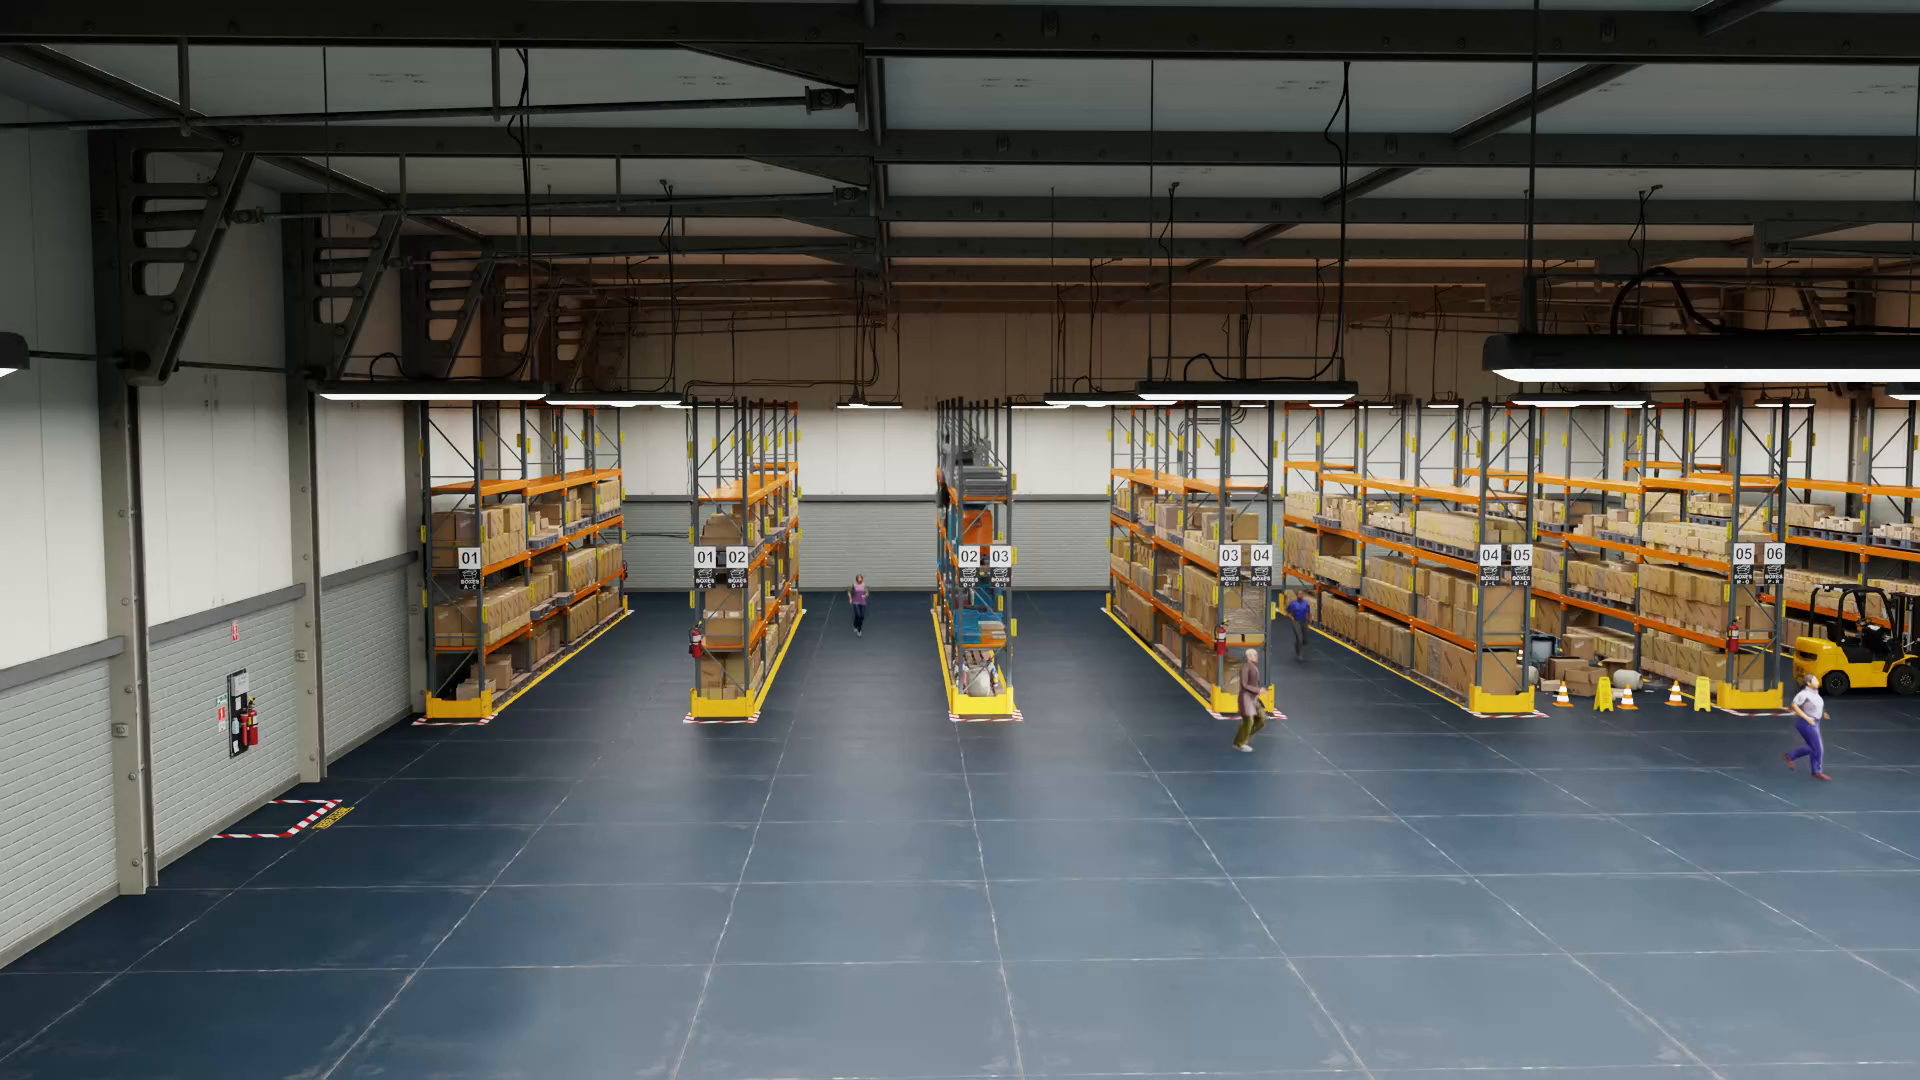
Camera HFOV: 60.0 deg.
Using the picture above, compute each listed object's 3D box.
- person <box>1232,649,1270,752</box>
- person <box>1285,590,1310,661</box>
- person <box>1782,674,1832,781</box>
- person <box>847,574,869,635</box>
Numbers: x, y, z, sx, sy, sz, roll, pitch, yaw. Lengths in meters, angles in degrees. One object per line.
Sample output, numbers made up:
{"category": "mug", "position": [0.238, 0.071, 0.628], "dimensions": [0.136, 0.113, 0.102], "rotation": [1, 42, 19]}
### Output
{"category": "person", "position": [4.913, 2.740, 27.938], "dimensions": [0.685, 1.667, 0.731], "rotation": [3, 5, 33]}
{"category": "person", "position": [7.823, 1.955, 38.426], "dimensions": [0.580, 1.597, 0.701], "rotation": [-1, 4, -11]}
{"category": "person", "position": [13.246, 2.901, 25.974], "dimensions": [0.735, 1.632, 0.615], "rotation": [4, 6, 43]}
{"category": "person", "position": [-2.572, 1.659, 42.391], "dimensions": [0.509, 1.545, 0.634], "rotation": [-1, 5, -17]}
